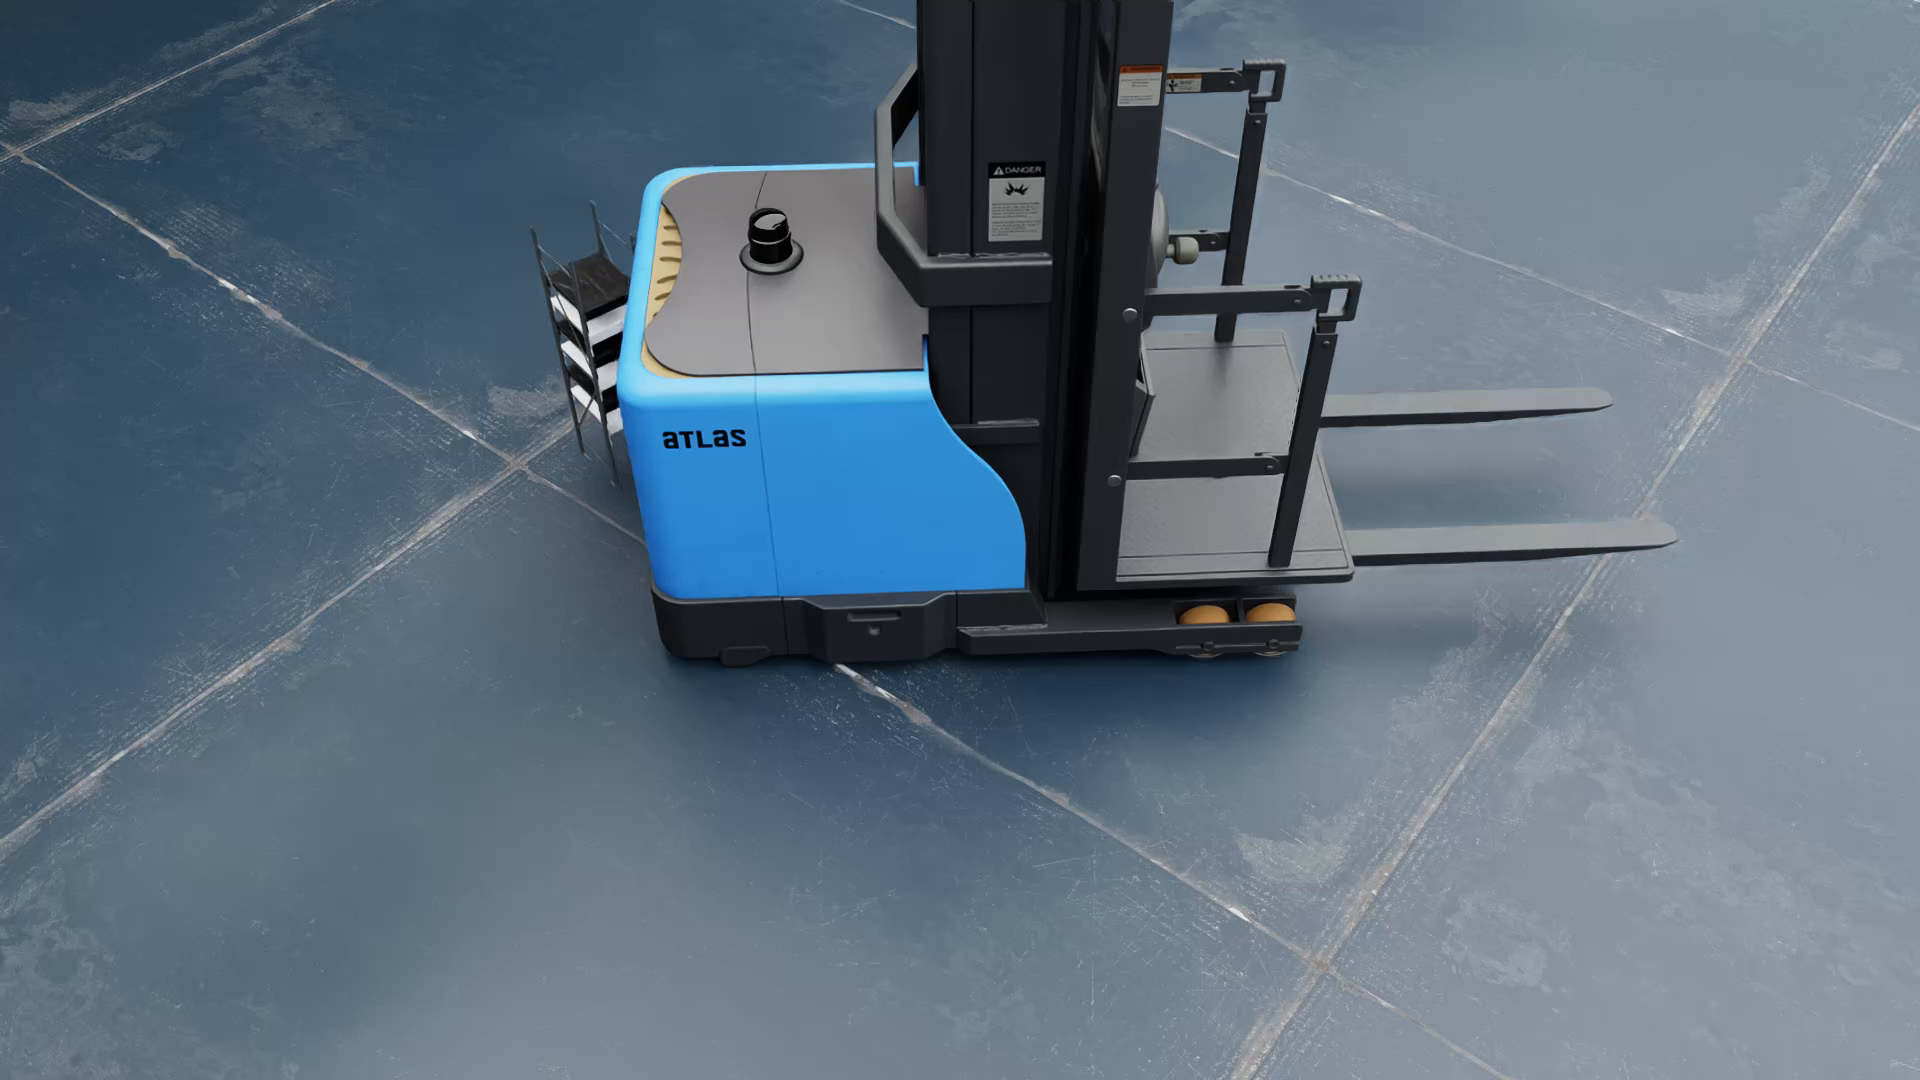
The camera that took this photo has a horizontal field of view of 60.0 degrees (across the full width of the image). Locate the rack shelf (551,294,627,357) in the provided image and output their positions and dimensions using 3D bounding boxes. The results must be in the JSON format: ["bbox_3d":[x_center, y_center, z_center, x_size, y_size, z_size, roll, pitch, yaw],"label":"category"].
[{"bbox_3d":[-1.105,-0.690,5.081,0.200,0.077,0.258,-31,53,-26],"label":"rack shelf"}]

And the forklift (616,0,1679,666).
[{"bbox_3d":[0.611,-1.047,4.223,3.031,2.935,1.130,-2,46,-2],"label":"forklift"}]

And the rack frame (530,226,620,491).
[{"bbox_3d":[-1.183,-0.541,5.141,0.006,0.900,0.240,-31,53,-26],"label":"rack frame"}]

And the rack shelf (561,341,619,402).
[{"bbox_3d":[-1.105,-0.564,5.210,0.200,0.077,0.258,-31,53,-26],"label":"rack shelf"}]

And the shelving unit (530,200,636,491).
[{"bbox_3d":[-1.105,-0.588,5.186,0.210,0.900,0.258,-31,53,-26],"label":"shelving unit"}]

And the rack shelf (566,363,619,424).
[{"bbox_3d":[-1.104,-0.501,5.274,0.200,0.077,0.258,-31,53,-26],"label":"rack shelf"}]

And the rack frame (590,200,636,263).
[{"bbox_3d":[-1.026,-0.634,5.231,0.006,0.900,0.240,-31,53,-26],"label":"rack frame"}]

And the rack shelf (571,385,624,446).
[{"bbox_3d":[-1.104,-0.438,5.338,0.200,0.077,0.258,-31,53,-26],"label":"rack shelf"}]

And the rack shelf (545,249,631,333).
[{"bbox_3d":[-1.105,-0.753,5.017,0.200,0.077,0.258,-31,53,-26],"label":"rack shelf"}]

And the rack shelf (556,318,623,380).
[{"bbox_3d":[-1.105,-0.627,5.145,0.200,0.077,0.258,-31,53,-26],"label":"rack shelf"}]
